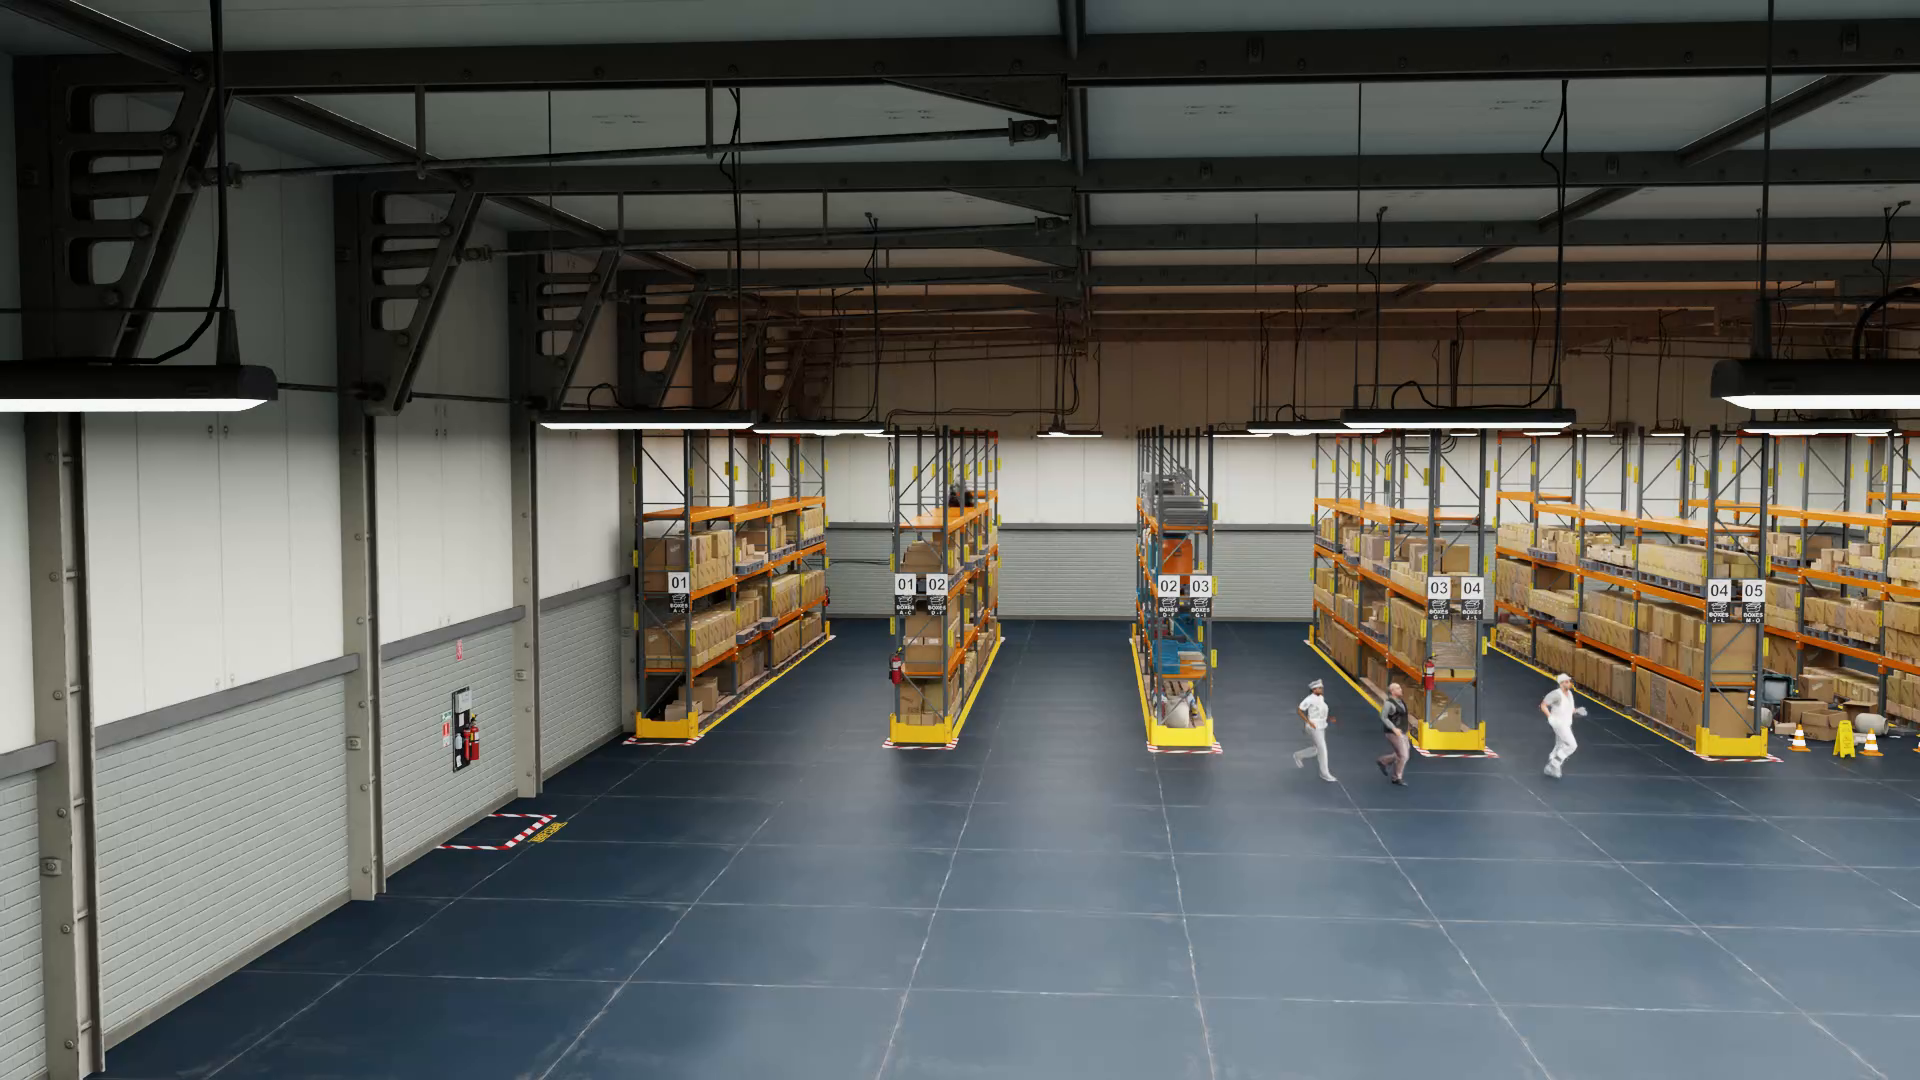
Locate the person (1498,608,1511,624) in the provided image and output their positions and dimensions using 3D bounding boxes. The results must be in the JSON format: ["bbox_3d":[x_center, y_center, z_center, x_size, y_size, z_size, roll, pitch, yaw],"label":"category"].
[{"bbox_3d":[15.572,2.060,47.493,0.592,1.587,0.660,1,4,13],"label":"person"}]

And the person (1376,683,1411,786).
[{"bbox_3d":[7.213,3.222,27.709,0.578,1.696,0.660,3,4,38],"label":"person"}]

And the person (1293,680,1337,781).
[{"bbox_3d":[5.992,3.199,28.163,0.860,1.700,0.560,3,4,40],"label":"person"}]

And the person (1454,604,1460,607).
[{"bbox_3d":[13.551,2.154,46.174,0.684,1.588,0.559,1,4,23],"label":"person"}]

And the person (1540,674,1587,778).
[{"bbox_3d":[10.236,3.144,28.133,0.659,1.763,0.625,3,5,44],"label":"person"}]
